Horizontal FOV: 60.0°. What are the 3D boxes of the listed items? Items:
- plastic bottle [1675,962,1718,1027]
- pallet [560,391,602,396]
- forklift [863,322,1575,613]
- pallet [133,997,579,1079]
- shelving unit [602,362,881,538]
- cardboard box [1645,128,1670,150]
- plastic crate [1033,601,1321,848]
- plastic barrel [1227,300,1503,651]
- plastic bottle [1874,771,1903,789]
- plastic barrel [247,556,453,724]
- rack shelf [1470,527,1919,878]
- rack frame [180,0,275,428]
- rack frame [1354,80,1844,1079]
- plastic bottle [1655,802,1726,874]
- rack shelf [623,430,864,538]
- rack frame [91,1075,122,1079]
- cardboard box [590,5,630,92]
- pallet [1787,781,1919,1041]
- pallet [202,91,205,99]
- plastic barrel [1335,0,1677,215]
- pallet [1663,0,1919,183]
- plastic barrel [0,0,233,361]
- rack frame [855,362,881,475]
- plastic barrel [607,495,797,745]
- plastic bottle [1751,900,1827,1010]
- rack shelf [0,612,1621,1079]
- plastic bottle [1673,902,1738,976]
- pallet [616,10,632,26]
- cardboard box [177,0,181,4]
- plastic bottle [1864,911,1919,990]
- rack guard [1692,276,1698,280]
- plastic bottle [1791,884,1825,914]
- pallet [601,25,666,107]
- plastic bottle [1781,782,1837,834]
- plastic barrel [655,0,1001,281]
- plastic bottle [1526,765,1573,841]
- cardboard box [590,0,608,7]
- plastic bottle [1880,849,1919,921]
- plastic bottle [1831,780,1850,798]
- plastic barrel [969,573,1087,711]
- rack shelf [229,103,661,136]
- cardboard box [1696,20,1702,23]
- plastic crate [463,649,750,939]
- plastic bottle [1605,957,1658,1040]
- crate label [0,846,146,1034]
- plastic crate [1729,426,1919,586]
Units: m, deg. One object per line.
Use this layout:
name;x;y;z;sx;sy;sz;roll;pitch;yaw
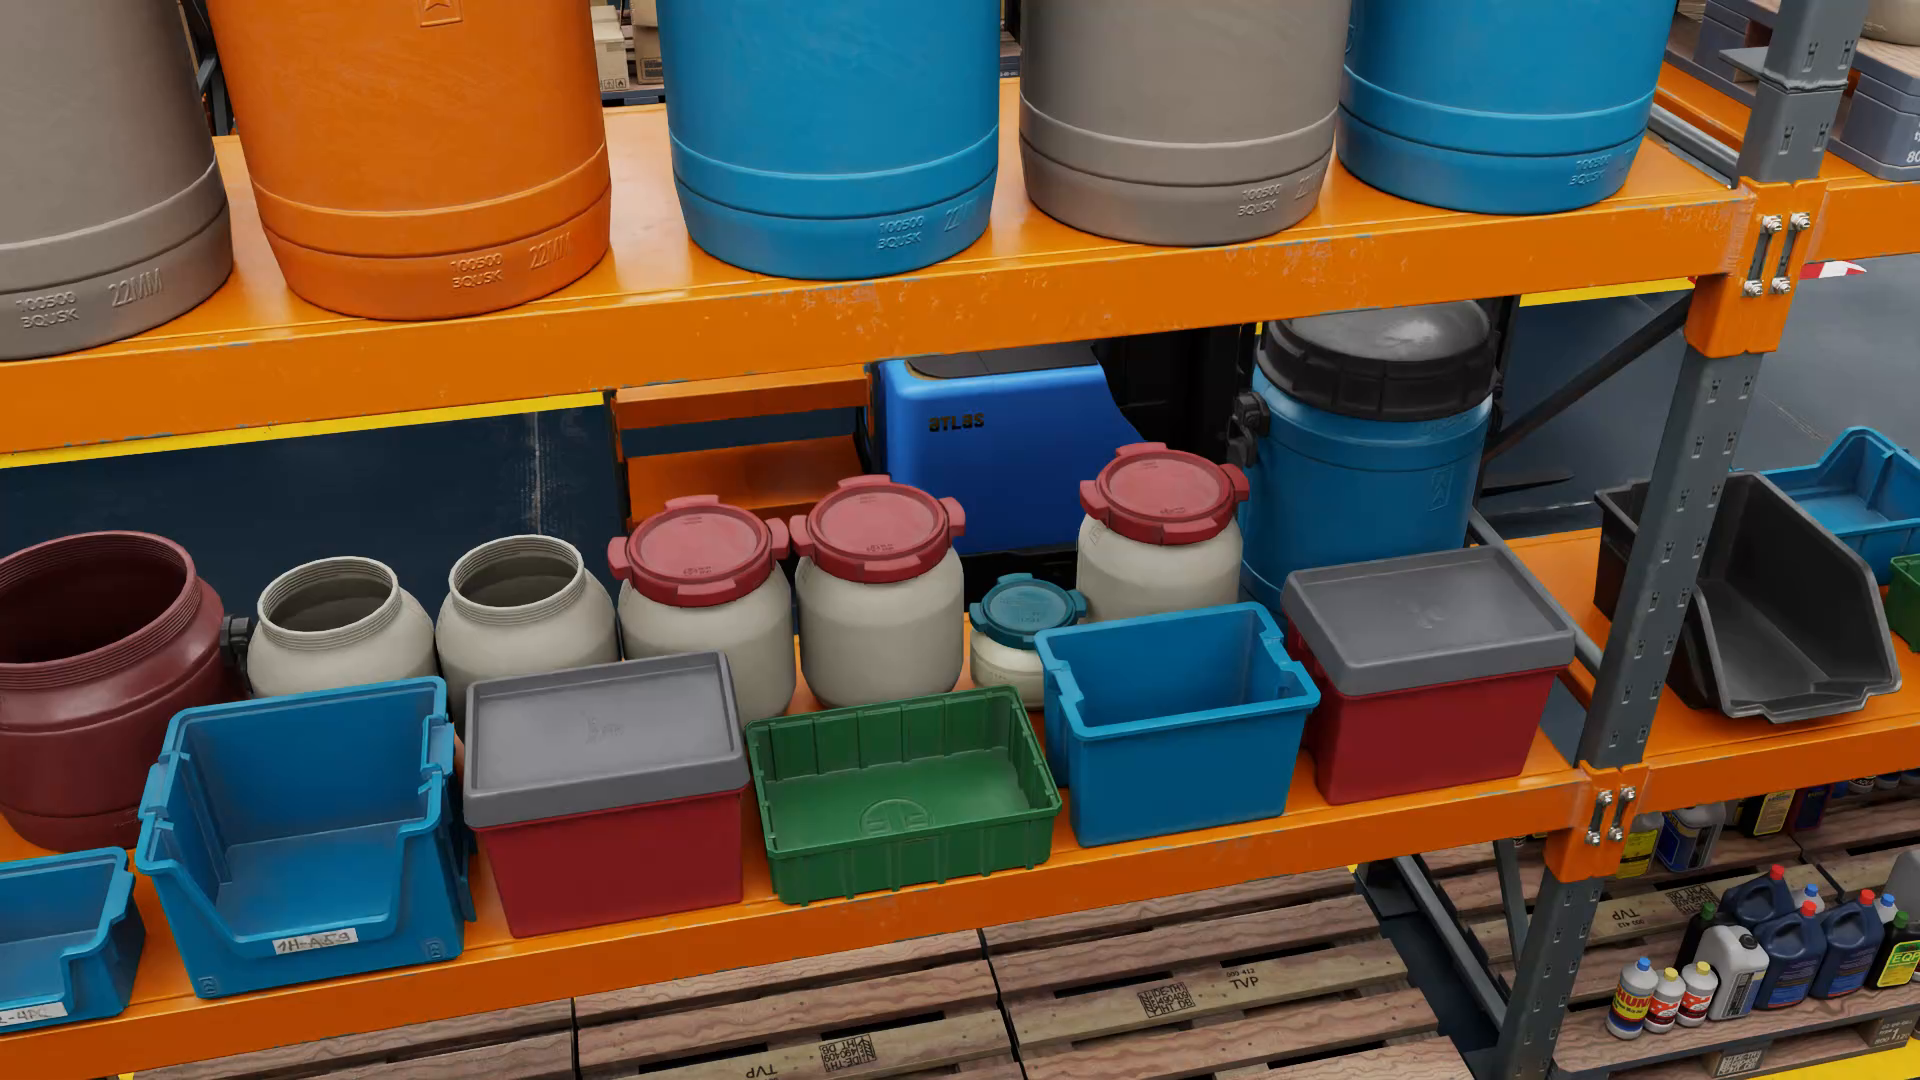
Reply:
plastic bottle;2.102;1.288;4.756;0.097;0.201;0.097;0;34;0
pallet;-1.547;-1.151;8.776;1.213;0.211;1.003;-7;35;-11
forklift;1.141;-1.321;6.588;3.031;2.935;1.130;-7;34;-10
pallet;-1.641;1.710;4.513;1.213;0.211;1.003;-7;35;-11
shelving unit;-0.880;-0.365;6.785;1.048;1.125;0.538;-7;34;-10
cardboard box;3.693;-2.118;9.581;0.500;0.500;0.500;-1;34;-2
plastic crate;0.489;0.446;3.908;0.575;0.384;0.392;-7;35;-11
plastic barrel;1.053;-0.191;4.393;0.708;0.901;0.600;-7;35;-11
plastic bottle;3.129;0.701;5.567;0.097;0.271;0.097;0;34;0
plastic barrel;-1.449;0.337;3.955;0.421;0.512;0.421;0;34;0
rack shelf;3.447;0.187;4.925;4.000;0.370;1.077;-7;35;-11
rack frame;-3.498;-2.066;7.637;0.127;3.000;1.000;-7;35;-11
rack frame;1.497;0.134;4.358;0.127;3.000;1.000;-7;35;-11
plastic bottle;2.306;0.901;5.266;0.135;0.276;0.152;-7;35;-11
rack shelf;-0.880;-0.162;6.921;1.000;0.278;0.538;-7;34;-10
rack frame;-2.406;0.624;3.628;0.053;2.616;0.949;-7;35;-11
cardboard box;-1.812;-2.259;7.682;0.500;0.250;0.500;-8;35;-12
pallet;3.353;1.080;5.451;1.213;0.211;1.003;-7;35;-11
pallet;-5.256;-3.521;12.307;1.213;0.211;1.003;-7;35;-11
plastic barrel;1.048;-1.139;3.113;0.708;0.901;0.600;-7;35;-11
pallet;2.179;-1.175;3.786;1.003;0.211;1.213;-7;35;-11
plastic barrel;-1.556;-0.811;2.624;0.600;0.901;0.600;0;34;0
rack frame;-0.382;-0.423;6.871;0.032;1.125;0.500;-7;34;-10
plastic barrel;-0.623;0.220;4.109;0.433;0.535;0.433;0;34;0
plastic bottle;2.375;1.178;4.785;0.185;0.351;0.144;-6;34;-9
rack shelf;-0.454;0.679;4.192;4.000;0.370;1.077;-7;35;-11
plastic bottle;2.189;1.166;4.863;0.133;0.283;0.061;-7;35;-11
pallet;-2.520;-3.820;12.753;1.213;0.211;1.003;-7;35;-11
cardboard box;-5.593;-3.927;11.604;0.500;0.250;0.500;-7;34;-10
plastic bottle;2.730;1.185;4.835;0.133;0.283;0.061;-6;34;-8
rack guard;4.231;-2.002;9.785;0.348;0.500;1.175;-7;35;-11
plastic bottle;2.490;1.127;4.932;0.097;0.271;0.097;0;34;0
pallet;-1.576;-2.252;8.086;1.213;0.211;1.003;-7;35;-11
plastic bottle;2.747;0.820;5.378;0.133;0.283;0.061;-7;35;-11
plastic barrel;-0.227;-0.978;2.874;0.708;0.901;0.600;-7;35;-11
plastic bottle;1.893;0.841;5.348;0.133;0.283;0.061;-6;34;-8
cardboard box;-3.027;-4.150;12.384;0.750;0.750;1.050;-7;34;-10
plastic bottle;2.917;1.056;5.034;0.135;0.276;0.152;-7;35;-11
plastic bottle;2.931;0.726;5.530;0.097;0.271;0.097;0;34;0
plastic barrel;0.172;0.271;4.278;0.301;0.262;0.301;0;34;0
rack shelf;-1.547;-2.013;8.203;4.000;0.370;1.077;-7;35;-11
cardboard box;3.829;-2.767;8.907;0.250;0.149;0.380;-7;35;-11
plastic crate;-0.761;0.567;3.656;0.583;0.464;0.402;-7;35;-11
plastic bottle;1.904;1.284;4.699;0.097;0.271;0.097;0;34;0
crate label;-1.911;0.847;3.445;0.416;0.233;0.303;-7;35;-11
plastic crate;2.516;-0.088;4.822;0.616;0.251;0.499;-7;35;-11
